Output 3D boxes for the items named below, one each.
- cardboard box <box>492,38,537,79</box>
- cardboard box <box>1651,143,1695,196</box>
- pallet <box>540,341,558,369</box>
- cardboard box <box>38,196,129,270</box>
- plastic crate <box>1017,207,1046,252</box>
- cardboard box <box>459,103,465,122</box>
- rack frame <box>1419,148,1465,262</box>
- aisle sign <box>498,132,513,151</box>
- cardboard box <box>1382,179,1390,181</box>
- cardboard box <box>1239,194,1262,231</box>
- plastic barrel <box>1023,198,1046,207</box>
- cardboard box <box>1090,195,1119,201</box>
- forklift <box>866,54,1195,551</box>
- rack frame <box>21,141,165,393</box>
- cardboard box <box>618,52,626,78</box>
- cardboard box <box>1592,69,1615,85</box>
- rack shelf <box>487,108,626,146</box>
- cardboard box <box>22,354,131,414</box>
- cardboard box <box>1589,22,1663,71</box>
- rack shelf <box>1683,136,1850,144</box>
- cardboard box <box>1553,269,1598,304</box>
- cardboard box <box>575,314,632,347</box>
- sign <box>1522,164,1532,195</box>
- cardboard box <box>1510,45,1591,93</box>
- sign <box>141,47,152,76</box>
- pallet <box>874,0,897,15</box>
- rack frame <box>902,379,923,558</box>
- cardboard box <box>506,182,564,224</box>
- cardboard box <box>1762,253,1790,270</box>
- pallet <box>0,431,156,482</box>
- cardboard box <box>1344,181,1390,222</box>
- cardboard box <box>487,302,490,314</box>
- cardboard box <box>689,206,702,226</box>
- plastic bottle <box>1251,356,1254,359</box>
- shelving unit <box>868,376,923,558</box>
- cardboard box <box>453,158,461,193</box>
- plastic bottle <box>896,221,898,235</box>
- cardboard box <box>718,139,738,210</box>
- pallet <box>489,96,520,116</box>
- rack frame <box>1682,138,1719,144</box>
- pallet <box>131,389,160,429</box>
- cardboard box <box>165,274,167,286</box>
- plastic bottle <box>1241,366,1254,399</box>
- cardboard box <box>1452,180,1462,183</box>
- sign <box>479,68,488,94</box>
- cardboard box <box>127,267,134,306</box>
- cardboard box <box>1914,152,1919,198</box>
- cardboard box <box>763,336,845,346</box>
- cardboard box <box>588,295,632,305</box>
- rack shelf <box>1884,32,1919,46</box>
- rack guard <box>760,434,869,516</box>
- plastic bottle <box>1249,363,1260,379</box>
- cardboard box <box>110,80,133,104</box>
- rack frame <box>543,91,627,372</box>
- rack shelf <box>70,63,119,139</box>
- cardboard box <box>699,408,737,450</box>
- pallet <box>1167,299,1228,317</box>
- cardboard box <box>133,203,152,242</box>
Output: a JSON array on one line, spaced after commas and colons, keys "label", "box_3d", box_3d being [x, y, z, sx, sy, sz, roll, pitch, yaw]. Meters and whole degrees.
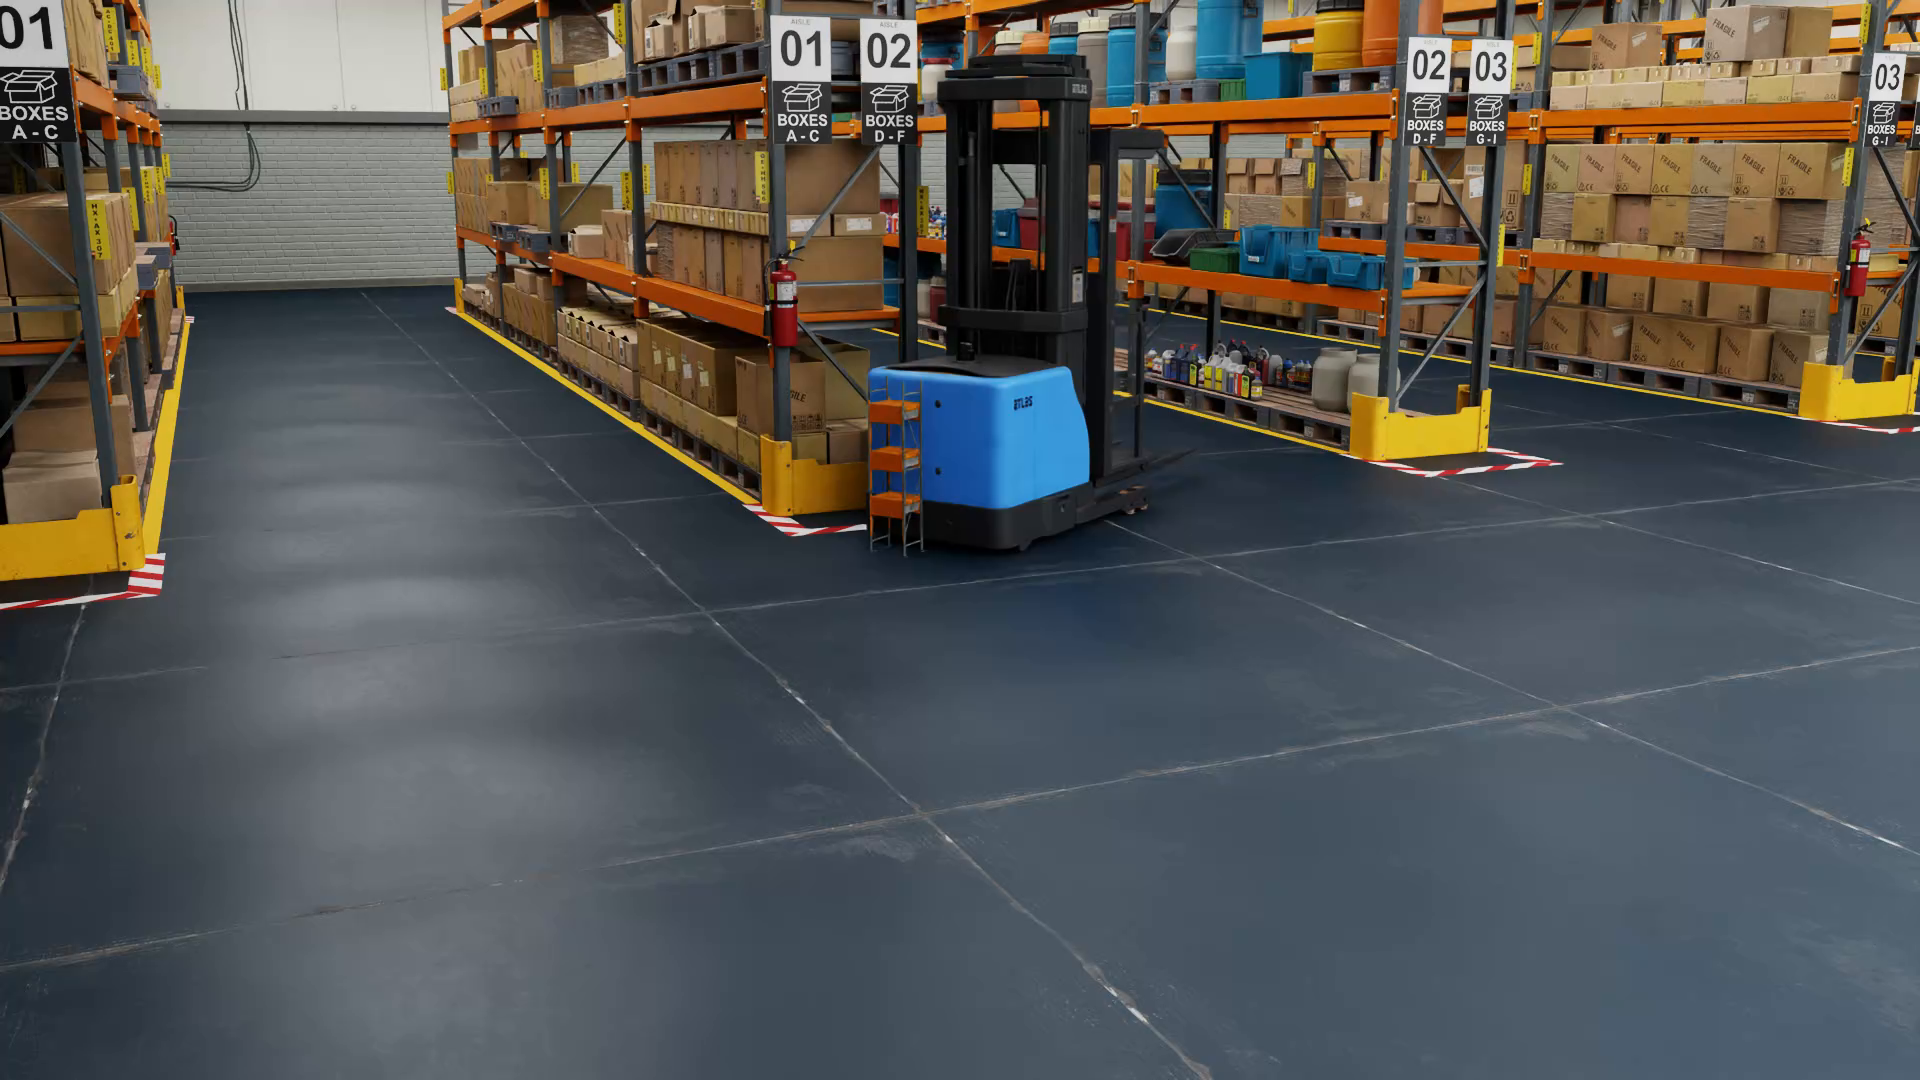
[{"label": "cardboard box", "box_3d": [-5.805, -6.281, 21.764, 0.700, 0.500, 0.500, -6, 14, -23]}, {"label": "cardboard box", "box_3d": [7.266, -3.684, 16.535, 0.500, 0.500, 0.500, -6, 14, -23]}, {"label": "pallet", "box_3d": [-4.238, -2.159, 19.232, 1.003, 0.211, 1.213, -6, 14, -23]}, {"label": "cardboard box", "box_3d": [-6.039, -2.110, 11.461, 0.500, 0.500, 0.500, -6, 14, -25]}, {"label": "plastic crate", "box_3d": [0.934, -3.477, 18.597, 0.402, 0.464, 0.583, -6, 14, -23]}, {"label": "cardboard box", "box_3d": [-6.815, -6.065, 23.601, 0.500, 0.250, 0.500, -6, 14, -23]}, {"label": "rack frame", "box_3d": [8.088, -5.508, 27.515, 1.000, 3.000, 0.127, -6, 14, -23]}, {"label": "aisle sign", "box_3d": [-6.925, -6.321, 25.265, 0.394, 0.787, 0.004, -6, 14, -23]}, {"label": "cardboard box", "box_3d": [7.428, -5.883, 28.256, 0.500, 0.500, 0.500, -6, 14, -25]}, {"label": "cardboard box", "box_3d": [4.275, -4.593, 23.341, 0.500, 0.500, 0.500, -6, 14, -25]}, {"label": "plastic barrel", "box_3d": [1.030, -3.805, 19.854, 0.600, 0.536, 0.708, -6, 14, -23]}, {"label": "cardboard box", "box_3d": [2.471, -5.537, 27.315, 0.500, 0.250, 0.500, -6, 14, -24]}, {"label": "forklift", "box_3d": [0.640, -1.645, 10.975, 1.130, 2.935, 3.031, 8, 15, 32]}, {"label": "rack frame", "box_3d": [-8.511, -2.912, 16.300, 1.000, 3.000, 0.127, -6, 14, -23]}, {"label": "cardboard box", "box_3d": [-2.832, -4.368, 15.340, 0.500, 0.250, 0.500, -7, 15, -28]}, {"label": "cardboard box", "box_3d": [6.814, -4.808, 17.289, 0.380, 0.149, 0.250, -6, 14, -23]}, {"label": "rack shelf", "box_3d": [-4.775, -4.884, 19.764, 1.077, 0.370, 4.000, -6, 14, -23]}, {"label": "cardboard box", "box_3d": [-7.219, -1.233, 13.612, 0.700, 0.500, 0.500, -5, 14, -21]}, {"label": "cardboard box", "box_3d": [7.121, -5.256, 17.786, 0.500, 0.500, 0.500, -6, 14, -25]}, {"label": "rack shelf", "box_3d": [16.328, -7.949, 33.006, 1.077, 0.370, 4.000, -6, 14, -23]}, {"label": "cardboard box", "box_3d": [9.187, -3.780, 24.664, 0.500, 0.500, 0.500, -6, 14, -23]}, {"label": "cardboard box", "box_3d": [-3.612, -2.150, 16.932, 0.500, 0.311, 0.500, -6, 14, -24]}, {"label": "sign", "box_3d": [6.200, -3.941, 18.178, 0.100, 0.325, 0.005, -6, 14, -23]}, {"label": "cardboard box", "box_3d": [6.610, -5.250, 18.589, 0.797, 0.503, 0.637, -6, 14, -26]}, {"label": "sign", "box_3d": [-9.620, -5.656, 19.659, 0.100, 0.325, 0.005, -6, 14, -23]}, {"label": "pallet", "box_3d": [-0.676, -7.101, 22.400, 1.003, 0.211, 1.213, -6, 14, -23]}, {"label": "rack frame", "box_3d": [-0.280, -0.422, 9.867, 0.008, 1.050, 0.200, 8, 15, 32]}, {"label": "cardboard box", "box_3d": [-5.257, -4.186, 20.649, 0.700, 0.500, 0.500, -3, 13, -14]}, {"label": "cardboard box", "box_3d": [7.759, -2.618, 15.586, 0.380, 0.149, 0.250, -6, 14, -23]}, {"label": "pallet", "box_3d": [-6.607, -0.592, 12.458, 1.003, 0.211, 1.213, -6, 14, -23]}, {"label": "cardboard box", "box_3d": [5.358, -4.400, 21.574, 0.500, 0.500, 0.500, -8, 15, -30]}, {"label": "cardboard box", "box_3d": [-6.269, -3.176, 22.788, 0.380, 0.149, 0.250, -6, 14, -23]}, {"label": "cardboard box", "box_3d": [-1.921, -2.560, 13.117, 0.380, 0.149, 0.250, -6, 14, -25]}, {"label": "plastic bottle", "box_3d": [2.871, -1.695, 16.089, 0.061, 0.283, 0.133, -5, 14, -19]}, {"label": "shelving unit", "box_3d": [-0.383, -0.437, 9.931, 0.252, 1.050, 0.215, 8, 15, 32]}, {"label": "cardboard box", "box_3d": [-7.242, -5.433, 24.754, 0.500, 0.500, 0.500, -5, 14, -21]}, {"label": "plastic bottle", "box_3d": [-0.807, -4.189, 22.256, 0.097, 0.201, 0.097, 0, 13, 0]}, {"label": "cardboard box", "box_3d": [-1.384, -2.709, 12.323, 0.700, 0.500, 0.500, -6, 14, -23]}, {"label": "pallet", "box_3d": [-4.961, -5.201, 19.956, 1.213, 0.211, 1.003, -6, 14, -23]}, {"label": "rack frame", "box_3d": [15.527, -7.251, 35.048, 1.000, 3.000, 0.127, -6, 14, -23]}, {"label": "pallet", "box_3d": [-7.714, -1.140, 14.828, 1.003, 0.211, 1.213, -6, 14, -23]}, {"label": "cardboard box", "box_3d": [-10.289, -3.292, 21.116, 0.380, 0.149, 0.250, -5, 14, -21]}, {"label": "plastic bottle", "box_3d": [2.570, -1.407, 14.847, 0.061, 0.283, 0.133, -5, 14, -22]}, {"label": "cardboard box", "box_3d": [8.042, -5.647, 26.421, 0.380, 0.149, 0.250, -5, 14, -22]}, {"label": "sign", "box_3d": [-6.070, -5.849, 21.192, 0.100, 0.325, 0.005, -6, 14, -23]}, {"label": "cardboard box", "box_3d": [-6.033, -1.746, 11.548, 0.500, 0.250, 0.500, -6, 14, -23]}, {"label": "cardboard box", "box_3d": [11.735, -4.272, 19.447, 0.875, 0.550, 0.550, -6, 14, -23]}, {"label": "cardboard box", "box_3d": [-1.194, -1.274, 12.725, 0.500, 0.500, 0.500, -6, 14, -23]}, {"label": "cardboard box", "box_3d": [-4.109, -2.584, 19.451, 0.500, 0.500, 0.500, -6, 14, -25]}, {"label": "rack shelf", "box_3d": [14.986, -7.114, 23.631, 1.077, 0.370, 4.000, -6, 14, -23]}, {"label": "rack guard", "box_3d": [-0.759, -0.485, 11.355, 1.175, 0.500, 0.348, -6, 14, -23]}, {"label": "plastic bottle", "box_3d": [2.655, -1.449, 15.027, 0.061, 0.283, 0.133, -6, 14, -23]}, {"label": "cardboard box", "box_3d": [-7.975, -4.215, 15.432, 0.500, 0.311, 0.500, -6, 14, -23]}, {"label": "rack frame", "box_3d": [-3.973, -3.360, 18.236, 1.000, 3.000, 0.127, -6, 14, -23]}, {"label": "rack shelf", "box_3d": [-6.107, -2.783, 10.686, 1.077, 0.370, 4.000, -6, 14, -23]}, {"label": "cardboard box", "box_3d": [-1.668, -0.862, 12.608, 0.500, 0.250, 0.500, -6, 14, -23]}, {"label": "pallet", "box_3d": [3.881, -3.569, 25.324, 1.003, 0.211, 1.213, -6, 14, -23]}, {"label": "cardboard box", "box_3d": [-8.471, -3.239, 16.786, 0.500, 0.500, 0.500, -5, 14, -21]}]
